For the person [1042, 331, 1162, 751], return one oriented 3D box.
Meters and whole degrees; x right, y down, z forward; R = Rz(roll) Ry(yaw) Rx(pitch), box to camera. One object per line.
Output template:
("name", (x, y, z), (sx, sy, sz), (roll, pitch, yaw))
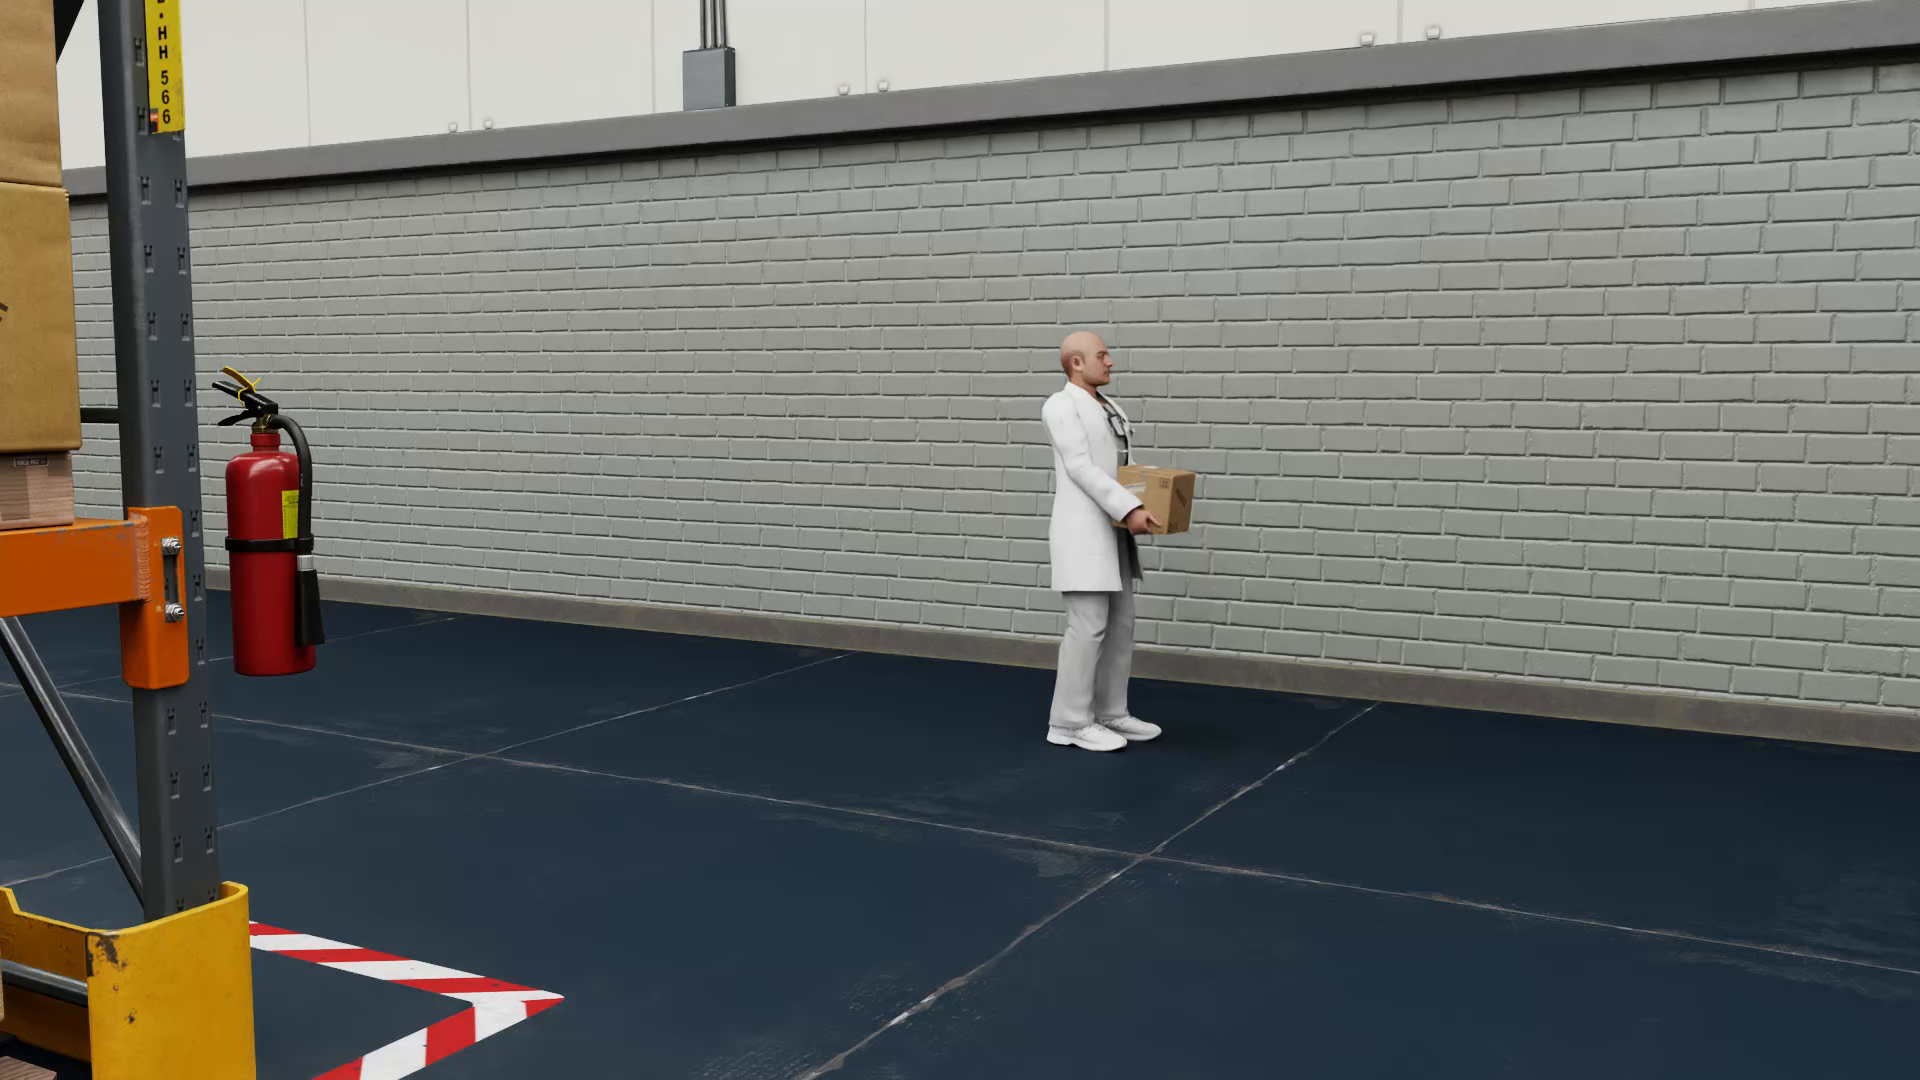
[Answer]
("person", (0.663, -0.003, 7.127), (0.550, 1.774, 0.529), (3, 7, 30))
